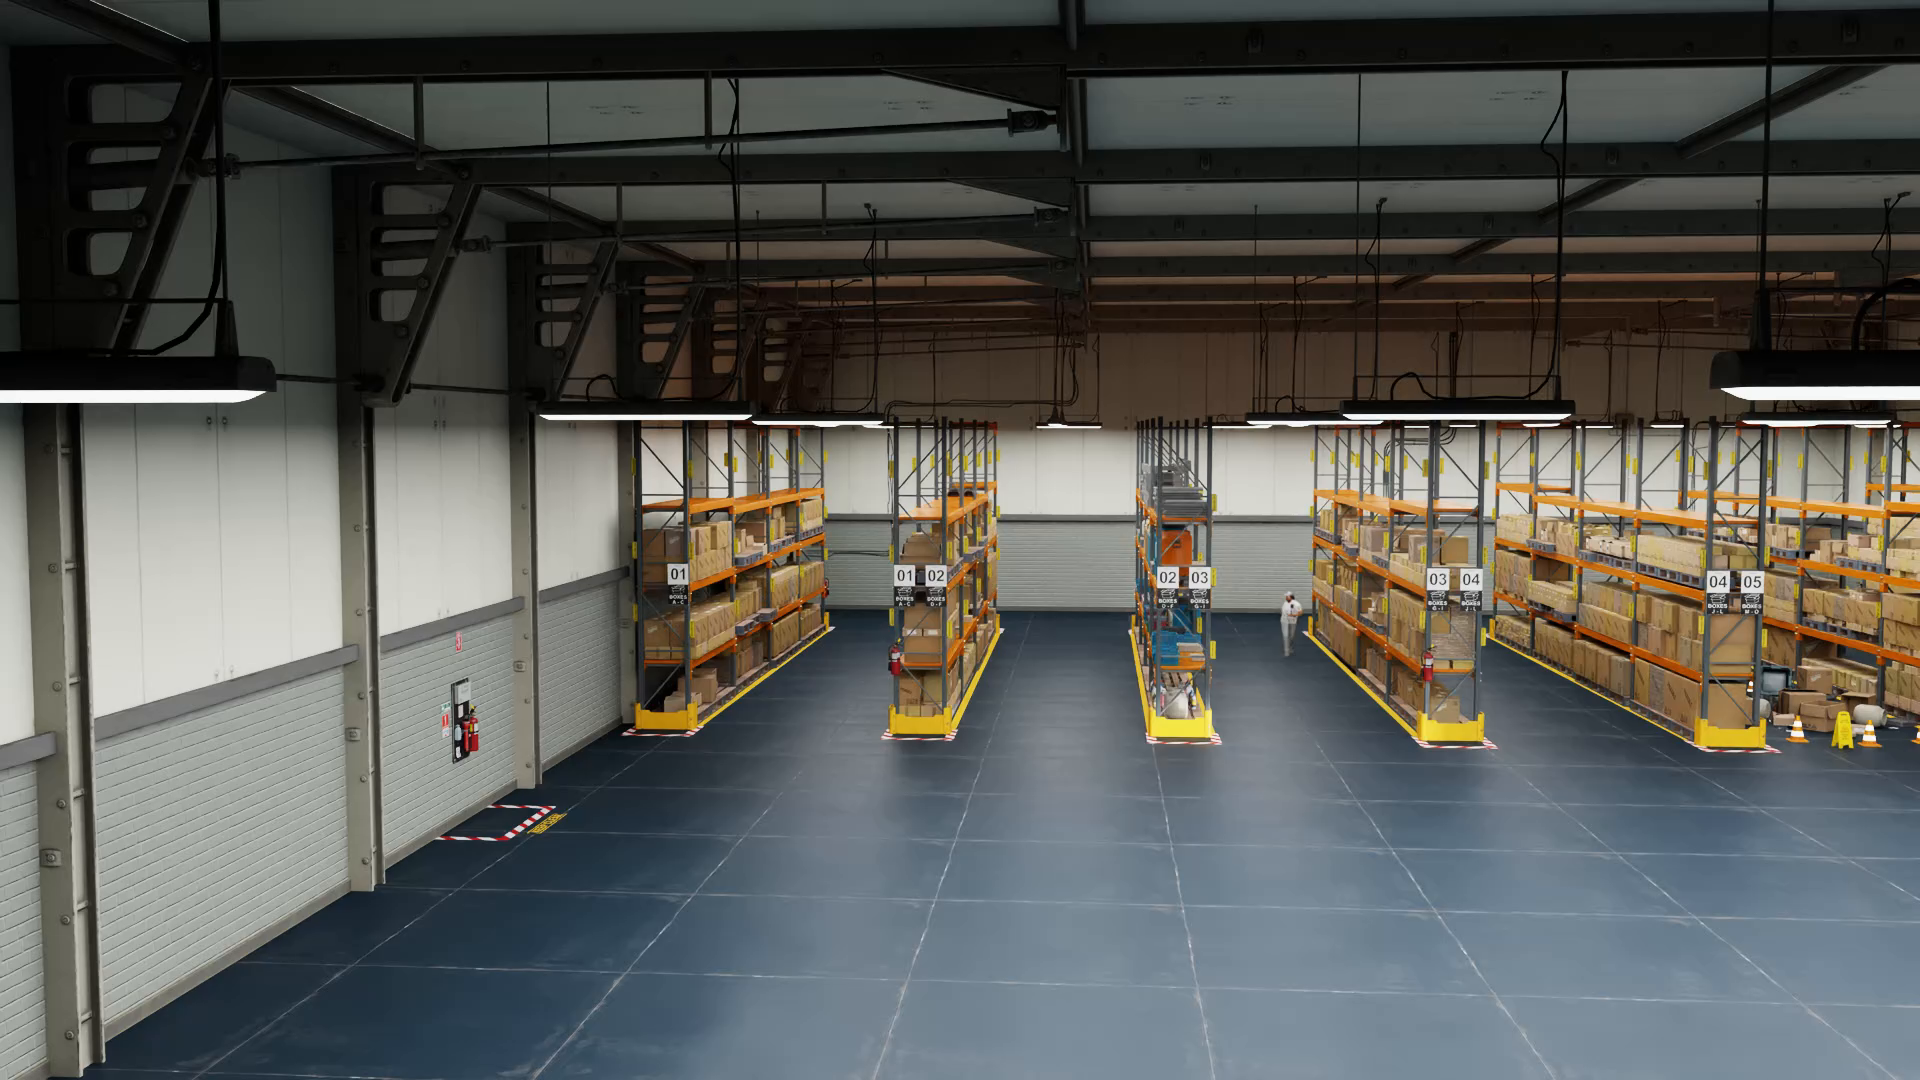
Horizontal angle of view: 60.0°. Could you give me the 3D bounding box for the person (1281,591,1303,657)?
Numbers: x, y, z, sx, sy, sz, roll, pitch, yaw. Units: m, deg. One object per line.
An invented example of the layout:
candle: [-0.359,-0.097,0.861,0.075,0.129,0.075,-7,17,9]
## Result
person: [8.427,2.116,42.262,0.532,1.620,1.007,1,4,8]

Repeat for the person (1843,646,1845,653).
person: [22.525,2.114,42.724,0.562,1.673,0.739,-1,4,-14]
